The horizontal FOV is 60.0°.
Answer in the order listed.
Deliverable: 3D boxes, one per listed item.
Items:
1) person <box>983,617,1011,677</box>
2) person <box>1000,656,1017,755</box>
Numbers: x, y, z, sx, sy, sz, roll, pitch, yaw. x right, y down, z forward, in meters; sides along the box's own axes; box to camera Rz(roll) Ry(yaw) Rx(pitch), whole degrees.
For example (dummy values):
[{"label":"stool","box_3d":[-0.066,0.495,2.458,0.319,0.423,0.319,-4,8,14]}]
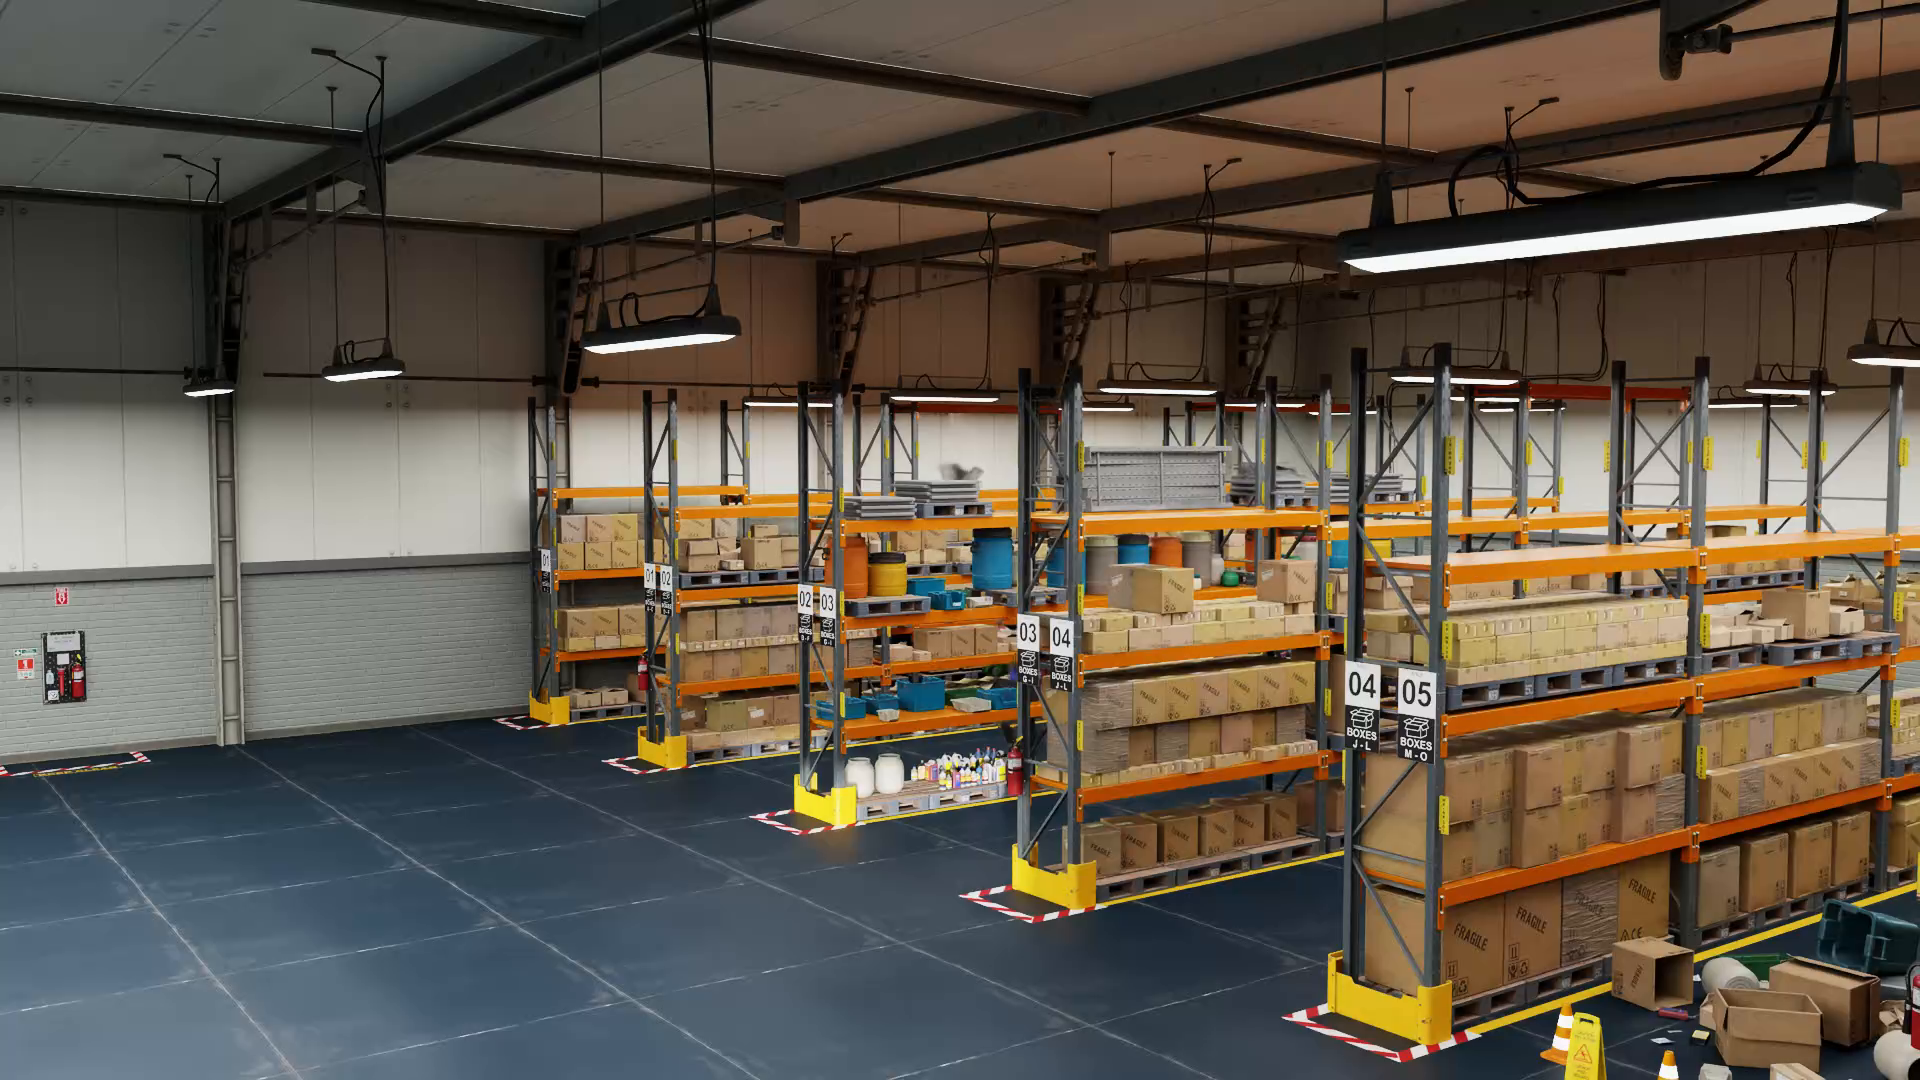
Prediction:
[{"label":"person","box_3d":[0.749,2.316,33.187,0.670,1.768,0.634,-3,5,-43]},{"label":"person","box_3d":[0.949,2.785,27.348,0.552,1.606,0.731,3,5,42]}]
